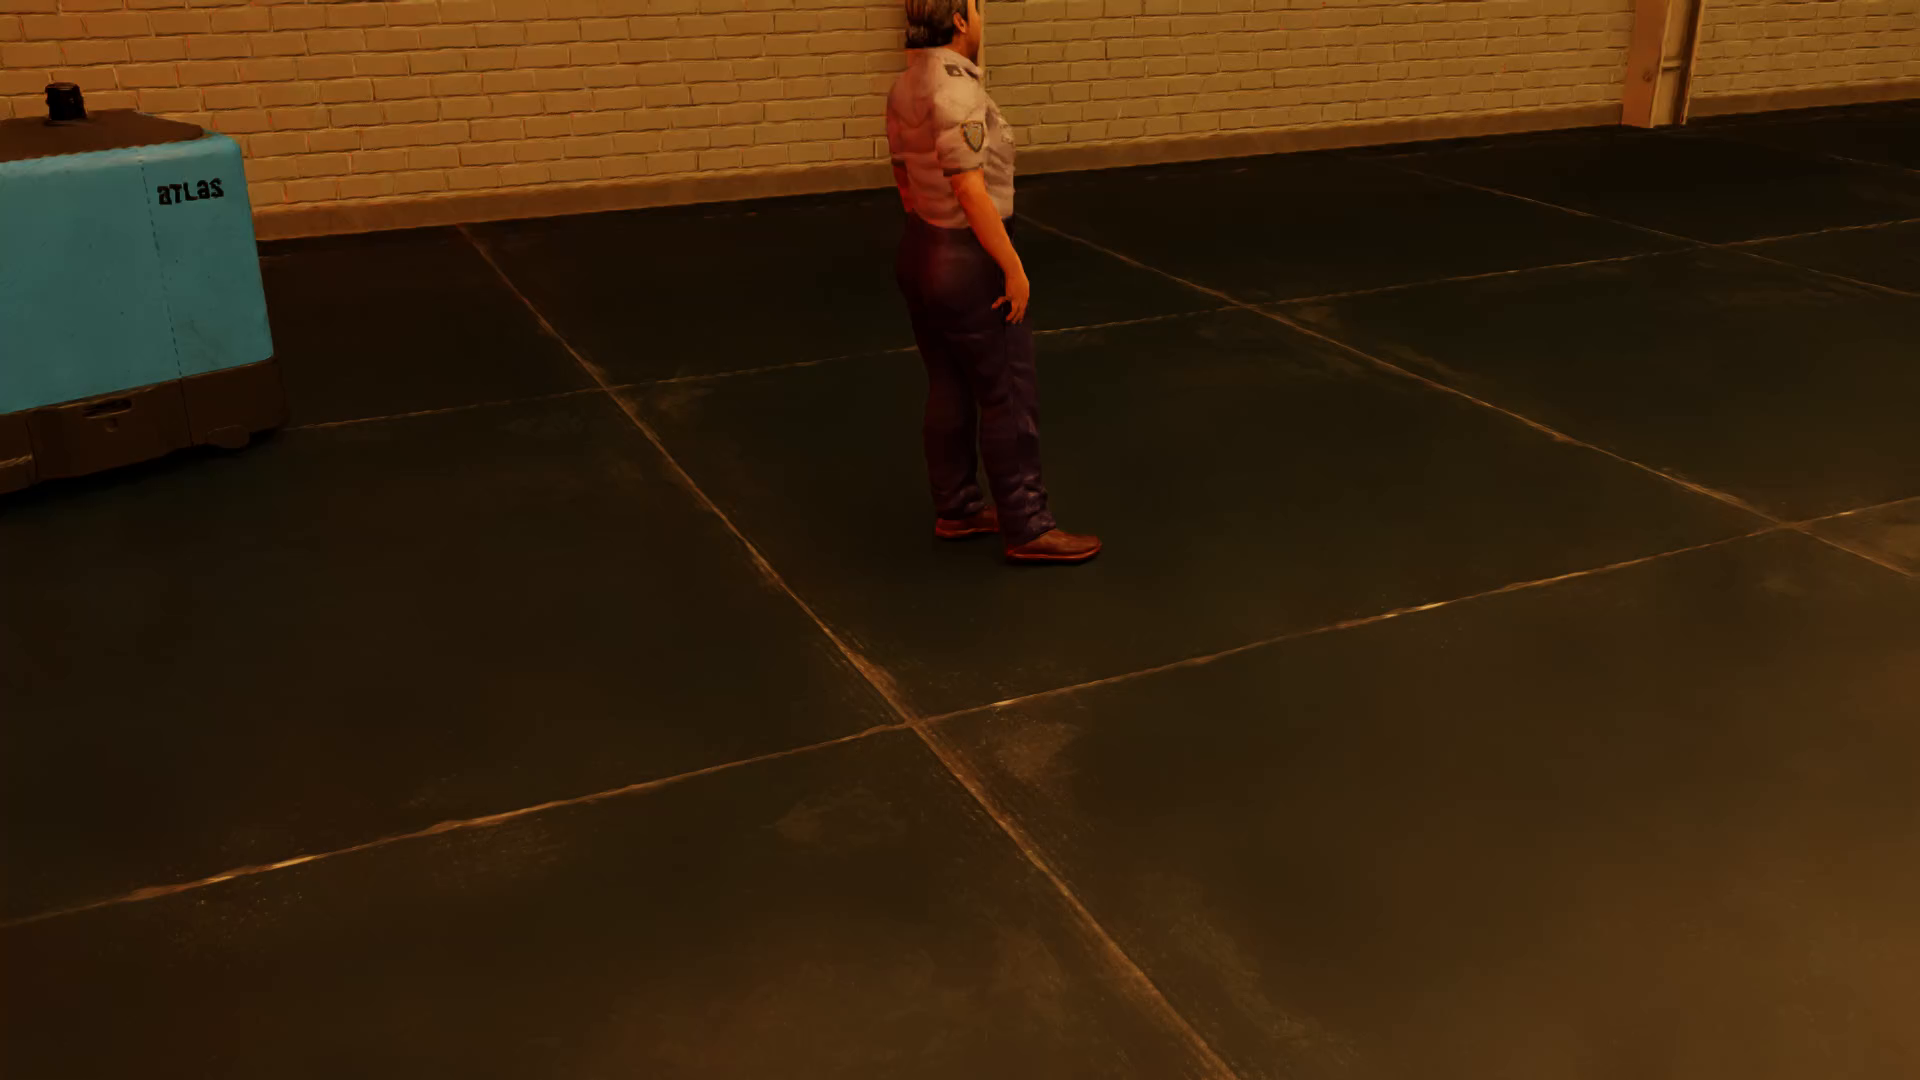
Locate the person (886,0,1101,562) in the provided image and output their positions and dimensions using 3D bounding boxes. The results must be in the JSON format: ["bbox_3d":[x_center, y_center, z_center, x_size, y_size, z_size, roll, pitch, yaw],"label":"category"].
[{"bbox_3d":[0.091,-0.774,4.804,0.502,1.650,0.599,-10,25,-23],"label":"person"}]

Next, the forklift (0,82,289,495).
[{"bbox_3d":[-3.798,-1.440,4.754,1.130,2.935,3.031,21,30,41],"label":"forklift"}]
